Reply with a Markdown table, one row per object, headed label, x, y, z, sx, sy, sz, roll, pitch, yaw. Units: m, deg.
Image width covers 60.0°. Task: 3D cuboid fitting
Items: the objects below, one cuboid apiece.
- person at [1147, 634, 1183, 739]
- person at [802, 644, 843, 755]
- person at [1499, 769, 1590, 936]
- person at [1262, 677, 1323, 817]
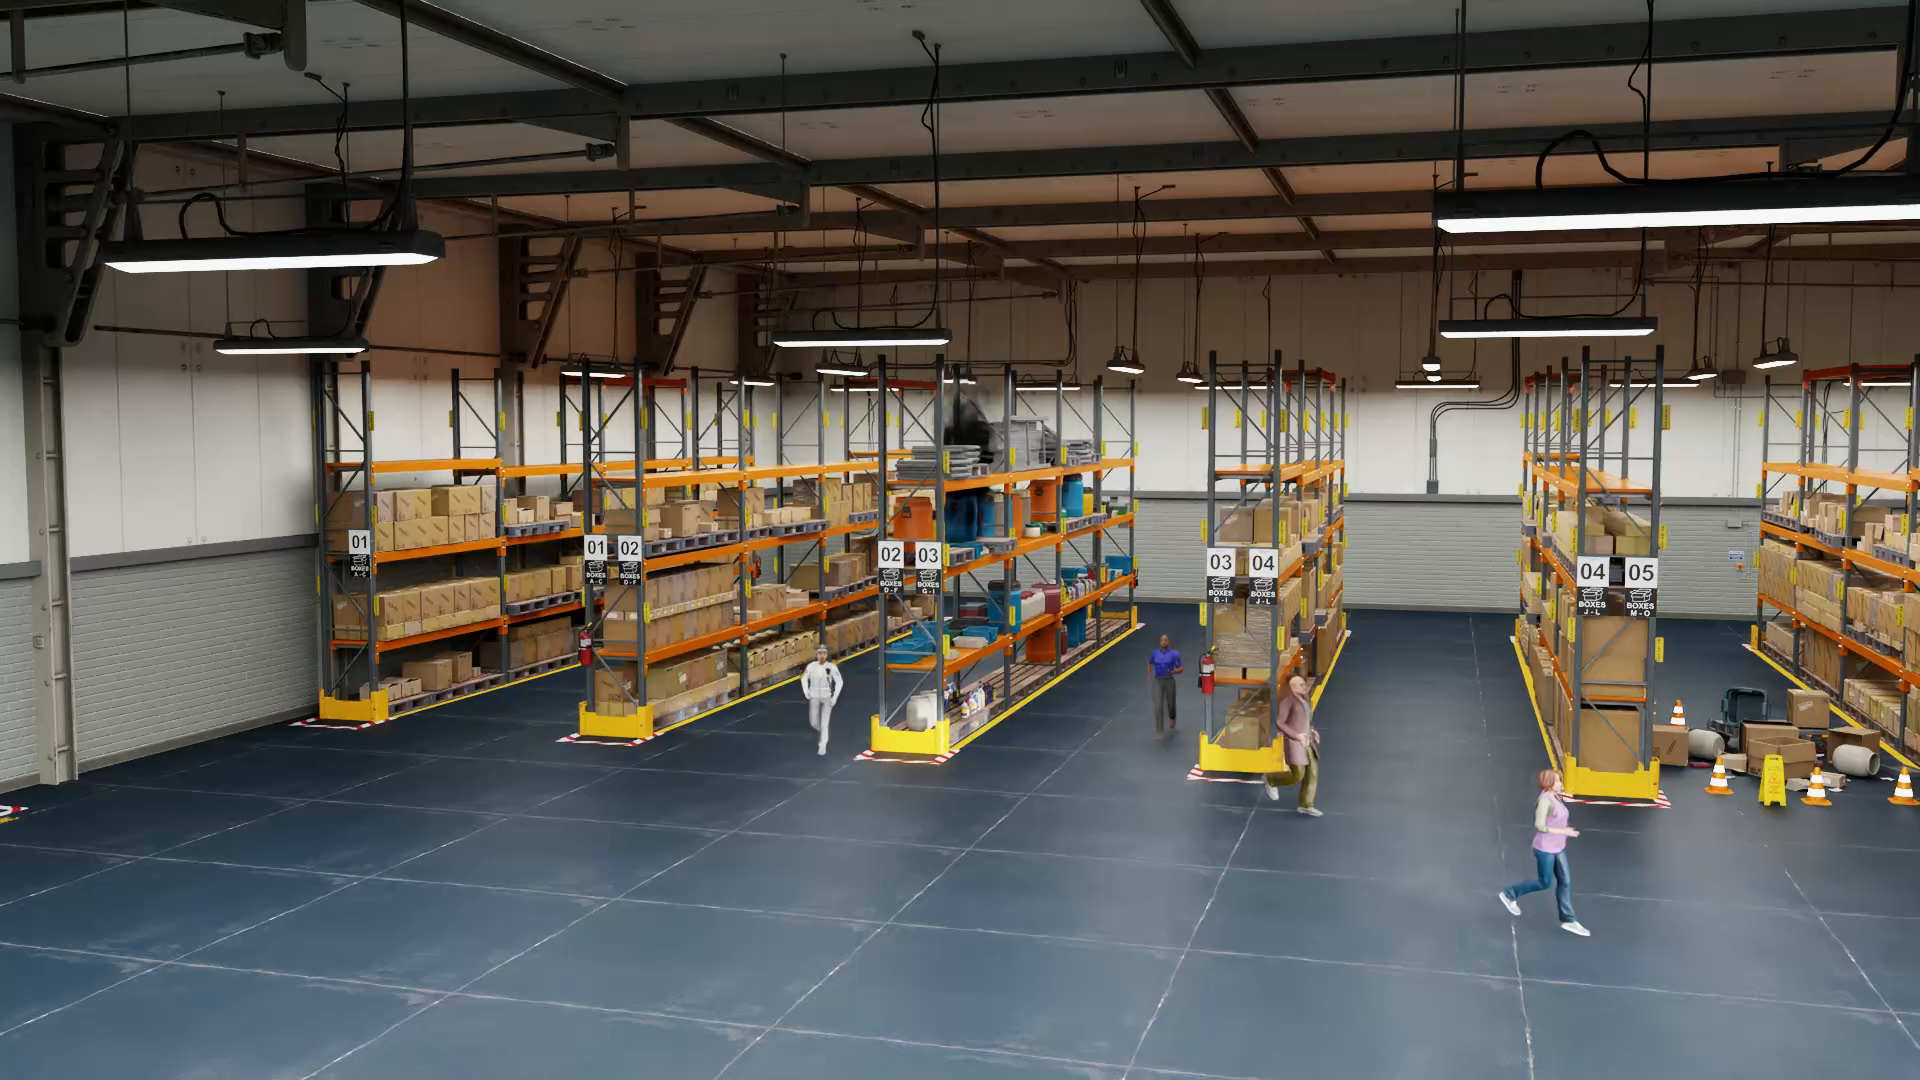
| label | x | y | z | sx | sy | sz | roll | pitch | yaw |
| --- | --- | --- | --- | --- | --- | --- | --- | --- | --- |
| person | 3.243 | 2.302 | 26.379 | 0.587 | 1.615 | 0.871 | 1 | 4 | 14 |
| person | -2.091 | 2.394 | 25.118 | 0.652 | 1.667 | 0.502 | 1 | 4 | 7 |
| person | 5.747 | 3.032 | 16.302 | 0.872 | 1.593 | 0.540 | 3 | 5 | 37 |
| person | 4.290 | 2.618 | 21.288 | 0.861 | 1.761 | 0.721 | 4 | 6 | 45 |
